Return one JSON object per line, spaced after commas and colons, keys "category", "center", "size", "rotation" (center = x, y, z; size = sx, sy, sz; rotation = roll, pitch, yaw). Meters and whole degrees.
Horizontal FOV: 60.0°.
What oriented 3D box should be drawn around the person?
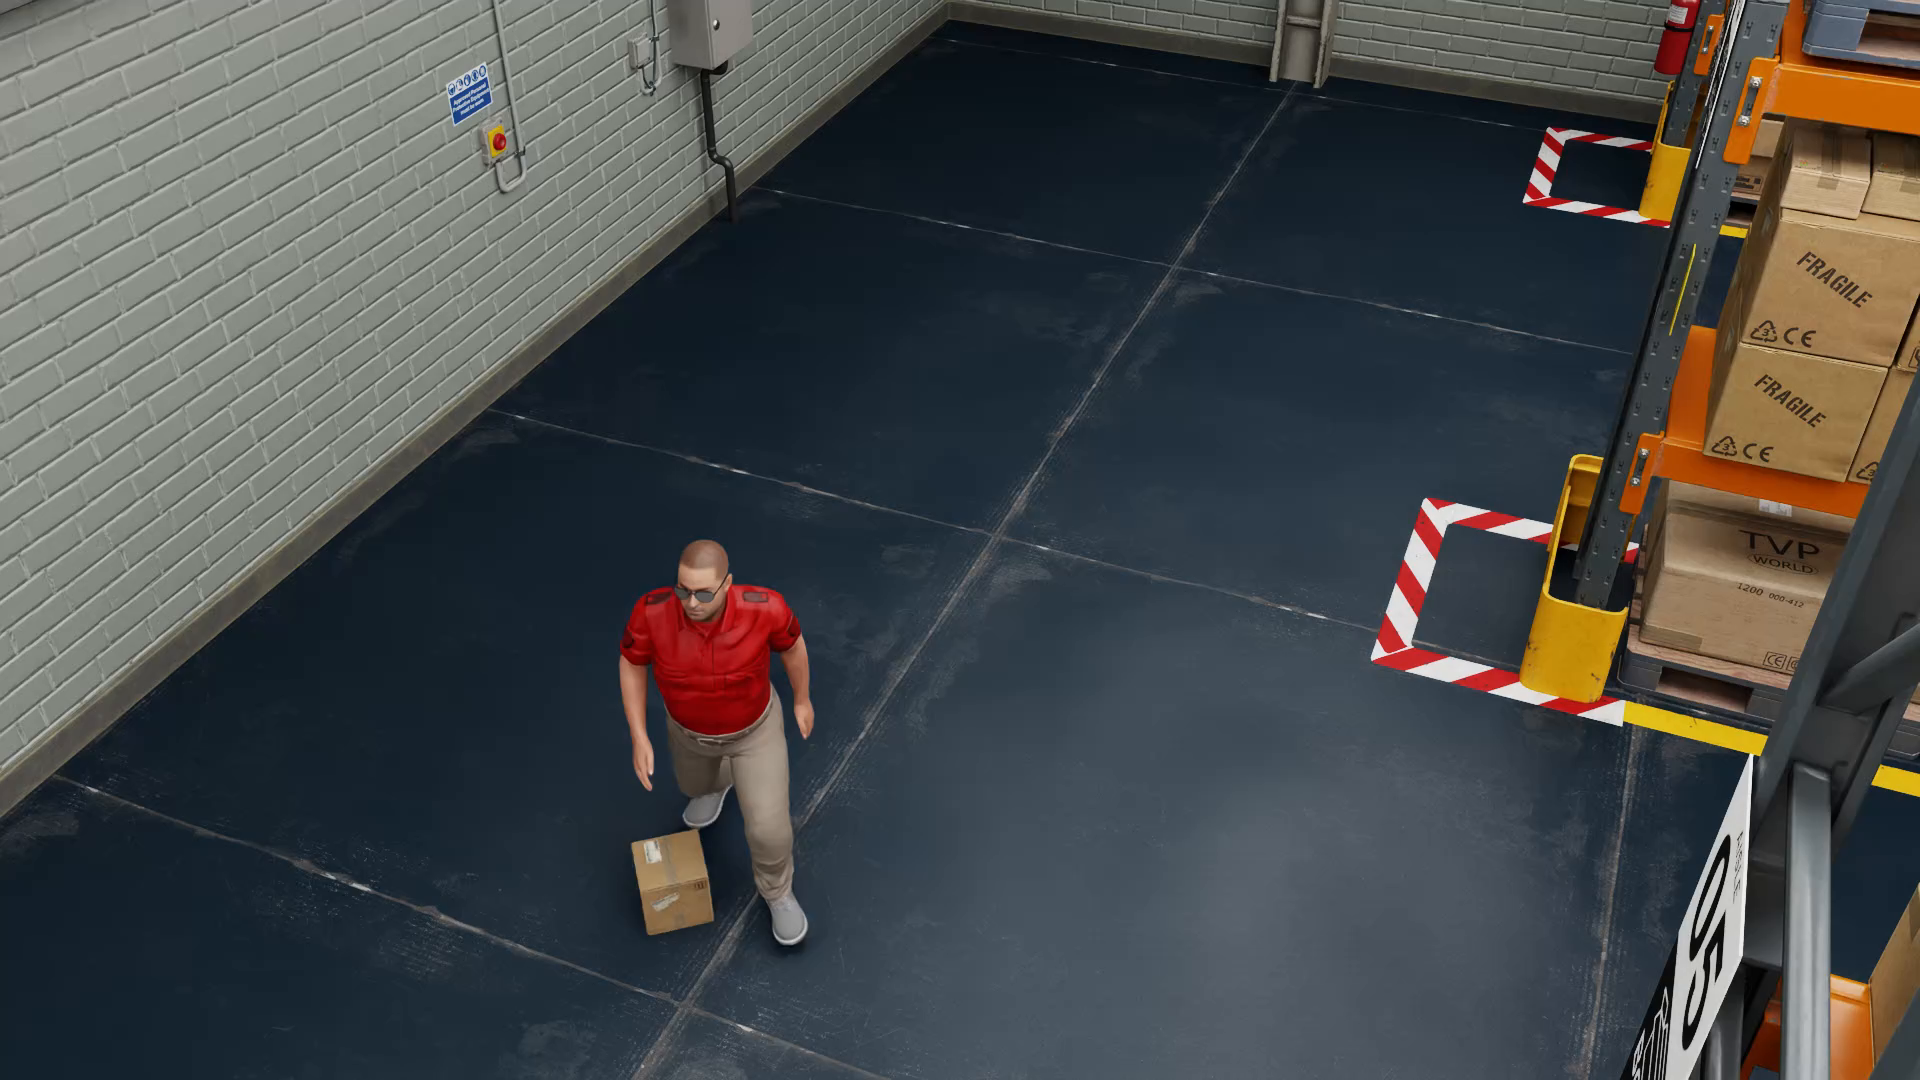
{"category": "person", "center": [-0.833, 0.578, 5.909], "size": [0.631, 1.673, 0.825], "rotation": [3, 37, 4]}
